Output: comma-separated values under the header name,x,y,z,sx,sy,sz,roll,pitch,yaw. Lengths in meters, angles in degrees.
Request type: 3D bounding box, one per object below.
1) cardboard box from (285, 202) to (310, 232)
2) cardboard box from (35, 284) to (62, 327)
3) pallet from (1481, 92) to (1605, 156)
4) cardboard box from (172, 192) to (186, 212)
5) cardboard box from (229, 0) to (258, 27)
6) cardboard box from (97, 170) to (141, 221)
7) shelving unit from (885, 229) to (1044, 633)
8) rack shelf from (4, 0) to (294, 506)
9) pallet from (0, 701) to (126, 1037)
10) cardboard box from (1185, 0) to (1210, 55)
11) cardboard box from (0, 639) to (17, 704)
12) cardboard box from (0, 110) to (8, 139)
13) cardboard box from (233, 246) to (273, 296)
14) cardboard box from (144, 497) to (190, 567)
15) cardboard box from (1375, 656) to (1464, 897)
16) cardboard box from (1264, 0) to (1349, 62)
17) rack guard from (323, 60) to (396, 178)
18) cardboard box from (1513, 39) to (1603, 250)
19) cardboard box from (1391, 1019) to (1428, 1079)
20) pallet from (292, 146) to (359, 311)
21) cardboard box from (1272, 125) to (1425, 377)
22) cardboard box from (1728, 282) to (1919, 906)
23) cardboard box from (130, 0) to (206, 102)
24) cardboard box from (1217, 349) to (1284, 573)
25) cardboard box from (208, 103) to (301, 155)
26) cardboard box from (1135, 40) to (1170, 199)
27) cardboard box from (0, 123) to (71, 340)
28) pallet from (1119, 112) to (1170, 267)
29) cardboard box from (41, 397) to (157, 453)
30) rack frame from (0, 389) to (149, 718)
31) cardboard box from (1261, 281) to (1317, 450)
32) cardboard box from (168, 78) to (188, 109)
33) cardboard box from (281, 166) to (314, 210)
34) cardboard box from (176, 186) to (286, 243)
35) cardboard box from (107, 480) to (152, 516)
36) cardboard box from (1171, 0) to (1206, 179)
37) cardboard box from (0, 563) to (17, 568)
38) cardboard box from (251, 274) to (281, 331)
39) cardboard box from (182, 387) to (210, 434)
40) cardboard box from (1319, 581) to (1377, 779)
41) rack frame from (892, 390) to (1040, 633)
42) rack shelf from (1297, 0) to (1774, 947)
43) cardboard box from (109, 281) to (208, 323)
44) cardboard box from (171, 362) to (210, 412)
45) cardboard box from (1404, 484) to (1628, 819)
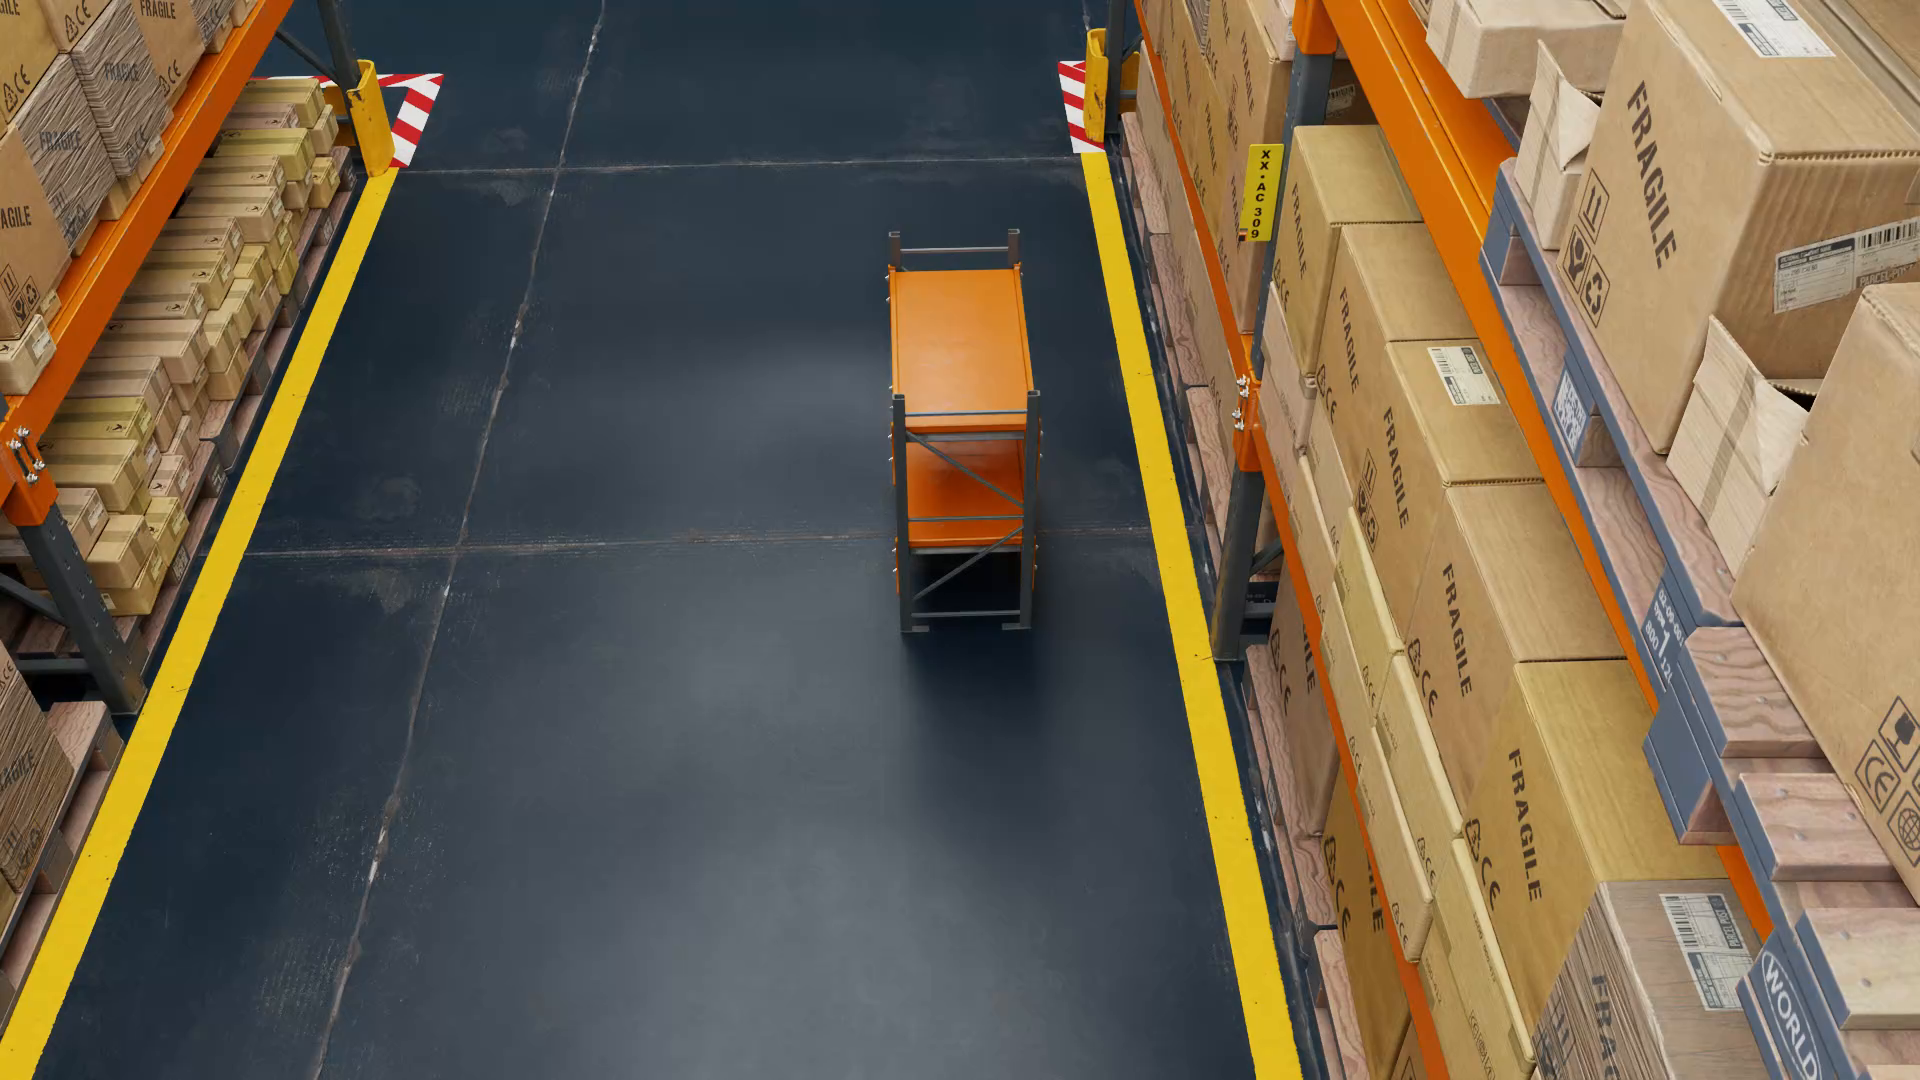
name,x,y,z,sx,sy,sz,roll,pitch,yaw
cardboard box,-3.393,-1.594,8.068,0.380,0.149,0.250,-2,43,-2
cardboard box,-3.262,-0.771,5.557,0.380,0.149,0.250,0,43,-1
pallet,1.538,-1.118,3.672,0.805,0.209,1.217,-3,43,-4
cardboard box,-3.841,-1.694,7.957,0.380,0.149,0.250,-1,43,-1
cardboard box,-3.332,-2.377,7.309,0.380,0.149,0.250,-1,43,-1
cardboard box,-3.276,-1.305,6.140,0.380,0.149,0.250,-1,43,-1
shelving unit,0.000,-0.419,6.375,0.538,1.125,1.048,-2,43,-2
rack shelf,-3.576,-1.575,6.781,1.077,0.370,4.000,-2,43,-2
pallet,-3.457,1.063,5.434,1.003,0.211,1.213,-2,43,-2
cardboard box,1.110,-2.103,6.010,0.500,0.500,0.500,-1,43,-1
cardboard box,-3.207,0.495,4.974,0.500,0.250,0.500,-3,43,-3
cardboard box,-3.267,-1.317,4.933,0.500,0.500,0.500,-1,43,-1
cardboard box,-3.303,-1.183,7.399,0.380,0.149,0.250,0,43,0
cardboard box,-3.197,-0.029,6.361,0.380,0.149,0.250,0,43,-1
cardboard box,1.255,0.509,3.715,0.500,0.250,0.500,-3,43,-3
cardboard box,1.119,-1.544,4.921,0.380,0.149,0.250,-2,43,-3
rack guard,-3.658,-2.218,8.800,1.175,0.500,0.348,-2,43,-2
cardboard box,1.178,-0.668,2.828,0.396,0.266,0.258,2,43,2
cardboard box,1.640,1.557,4.093,0.875,0.875,0.875,-1,43,-1
pallet,-3.659,-1.562,8.298,1.003,0.211,1.213,-2,43,-2
cardboard box,1.181,-0.801,4.590,0.500,0.500,0.500,-1,43,-1
cardboard box,1.388,0.039,1.882,0.700,0.500,0.500,-4,43,-4
cardboard box,-3.326,-2.015,6.434,0.500,0.500,0.500,0,43,0
cardboard box,1.531,-0.338,6.484,0.875,0.438,0.875,-2,43,-2
cardboard box,-3.432,-1.993,8.063,0.380,0.149,0.250,-1,43,-1
cardboard box,1.408,-2.169,8.481,0.875,0.438,0.875,-3,43,-3
cardboard box,-3.261,-0.979,5.303,0.500,0.500,0.500,-2,43,-3
pallet,1.392,-1.836,8.596,1.003,0.211,1.213,-2,43,-2
cardboard box,-3.311,-0.409,6.335,0.380,0.149,0.250,-2,43,-2
rack frame,-3.491,-0.490,5.065,1.000,3.000,0.127,-2,43,-2
cardboard box,1.187,-0.525,4.843,0.500,0.250,0.500,-3,43,-3
cardboard box,-3.371,-1.835,6.718,0.380,0.149,0.250,-1,43,-1
cardboard box,-3.330,-1.705,7.970,0.380,0.149,0.250,-3,43,-4
cardboard box,-3.280,-1.465,7.487,0.380,0.149,0.250,0,43,0
cardboard box,-3.287,-0.126,6.247,0.380,0.149,0.250,-1,43,-1
cardboard box,1.112,-1.730,6.343,0.500,0.500,0.500,-2,43,-2
cardboard box,-3.776,-0.027,6.359,0.380,0.149,0.250,-1,43,-1
cardboard box,-3.305,-1.072,7.499,0.380,0.149,0.250,-1,43,-1
cardboard box,-3.367,-0.546,6.925,0.380,0.149,0.250,-3,43,-4
cardboard box,1.234,0.355,4.254,0.500,0.250,0.500,-2,43,-2
rack frame,0.021,-0.076,6.000,0.500,1.125,0.032,-2,43,-2
rack shelf,1.535,-0.191,3.051,1.077,0.370,4.000,-2,43,-2
cardboard box,-3.369,-0.940,6.915,0.380,0.149,0.250,-3,43,-4
cardboard box,-3.331,-0.658,6.827,0.380,0.149,0.250,0,43,0
cardboard box,1.278,0.229,3.466,0.500,0.500,0.500,-2,43,-2
